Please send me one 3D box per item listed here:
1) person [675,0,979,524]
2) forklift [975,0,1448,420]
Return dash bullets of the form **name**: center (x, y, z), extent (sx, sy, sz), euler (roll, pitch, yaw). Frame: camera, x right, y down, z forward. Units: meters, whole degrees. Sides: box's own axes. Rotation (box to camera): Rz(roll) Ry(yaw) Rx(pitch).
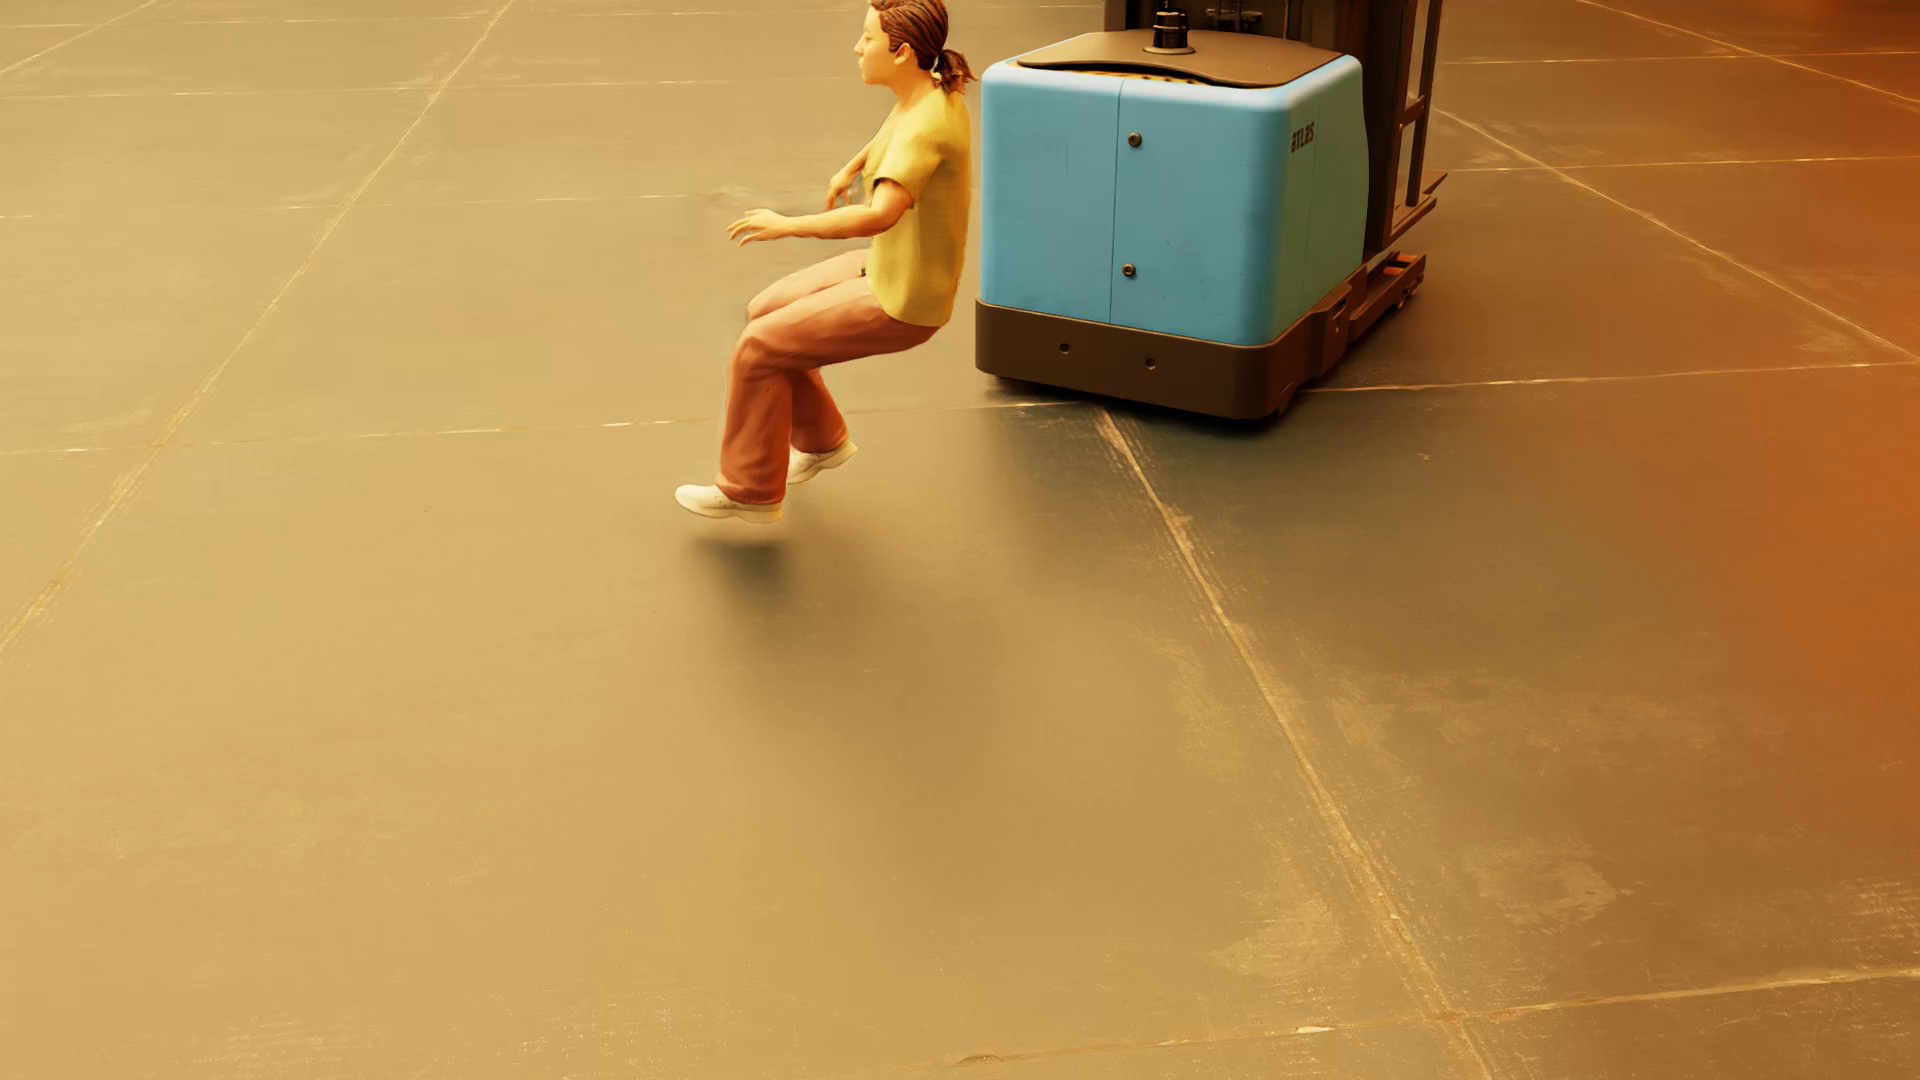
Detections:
- **person**: center (-0.374, -0.706, 4.351), extent (0.836, 1.436, 0.800), euler (-3, 26, -6)
- **forklift**: center (1.201, -2.301, 6.005), extent (1.130, 2.935, 3.031), euler (13, 29, 26)
